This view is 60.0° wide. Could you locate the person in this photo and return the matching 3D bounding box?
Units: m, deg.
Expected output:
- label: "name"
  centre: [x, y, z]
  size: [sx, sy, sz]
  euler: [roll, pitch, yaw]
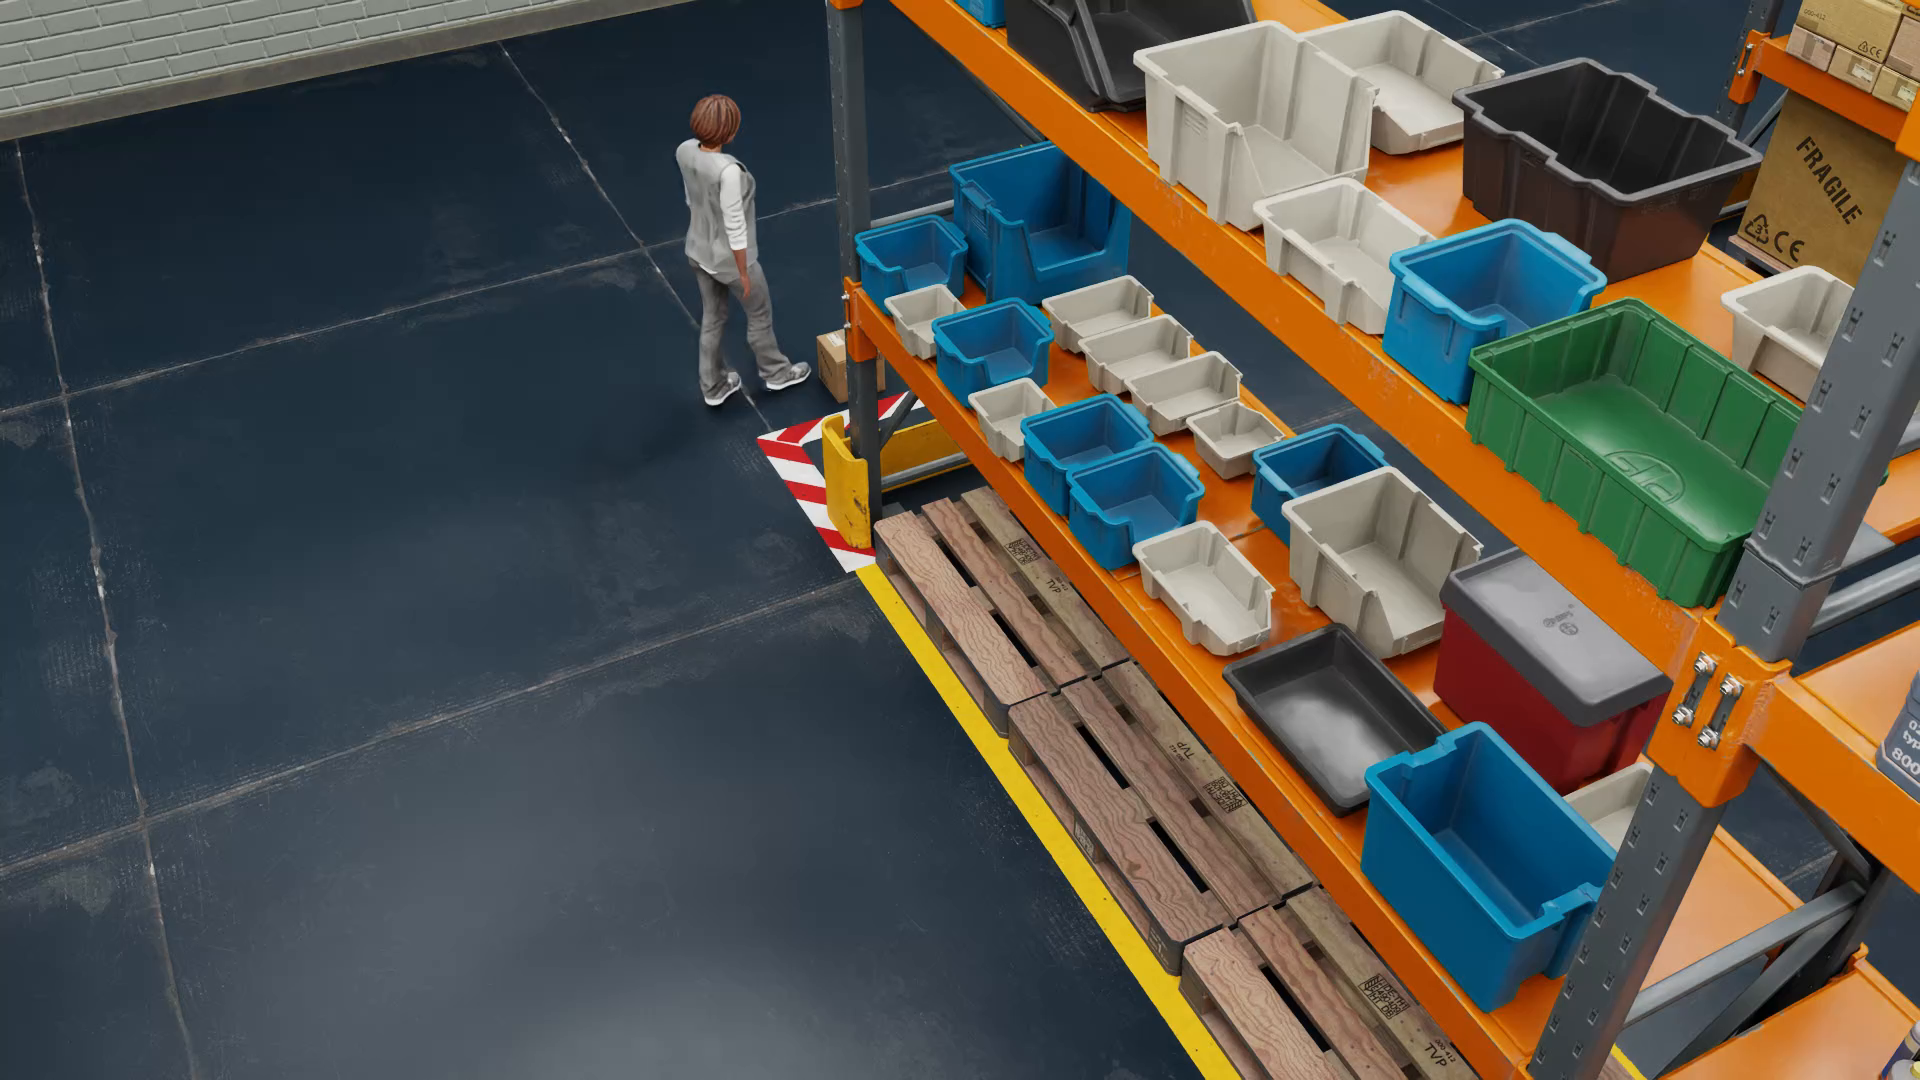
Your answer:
- label: "person"
  centre: [-1.030, -1.357, 7.729]
  size: [0.457, 1.593, 0.577]
  euler: [31, 50, 30]
